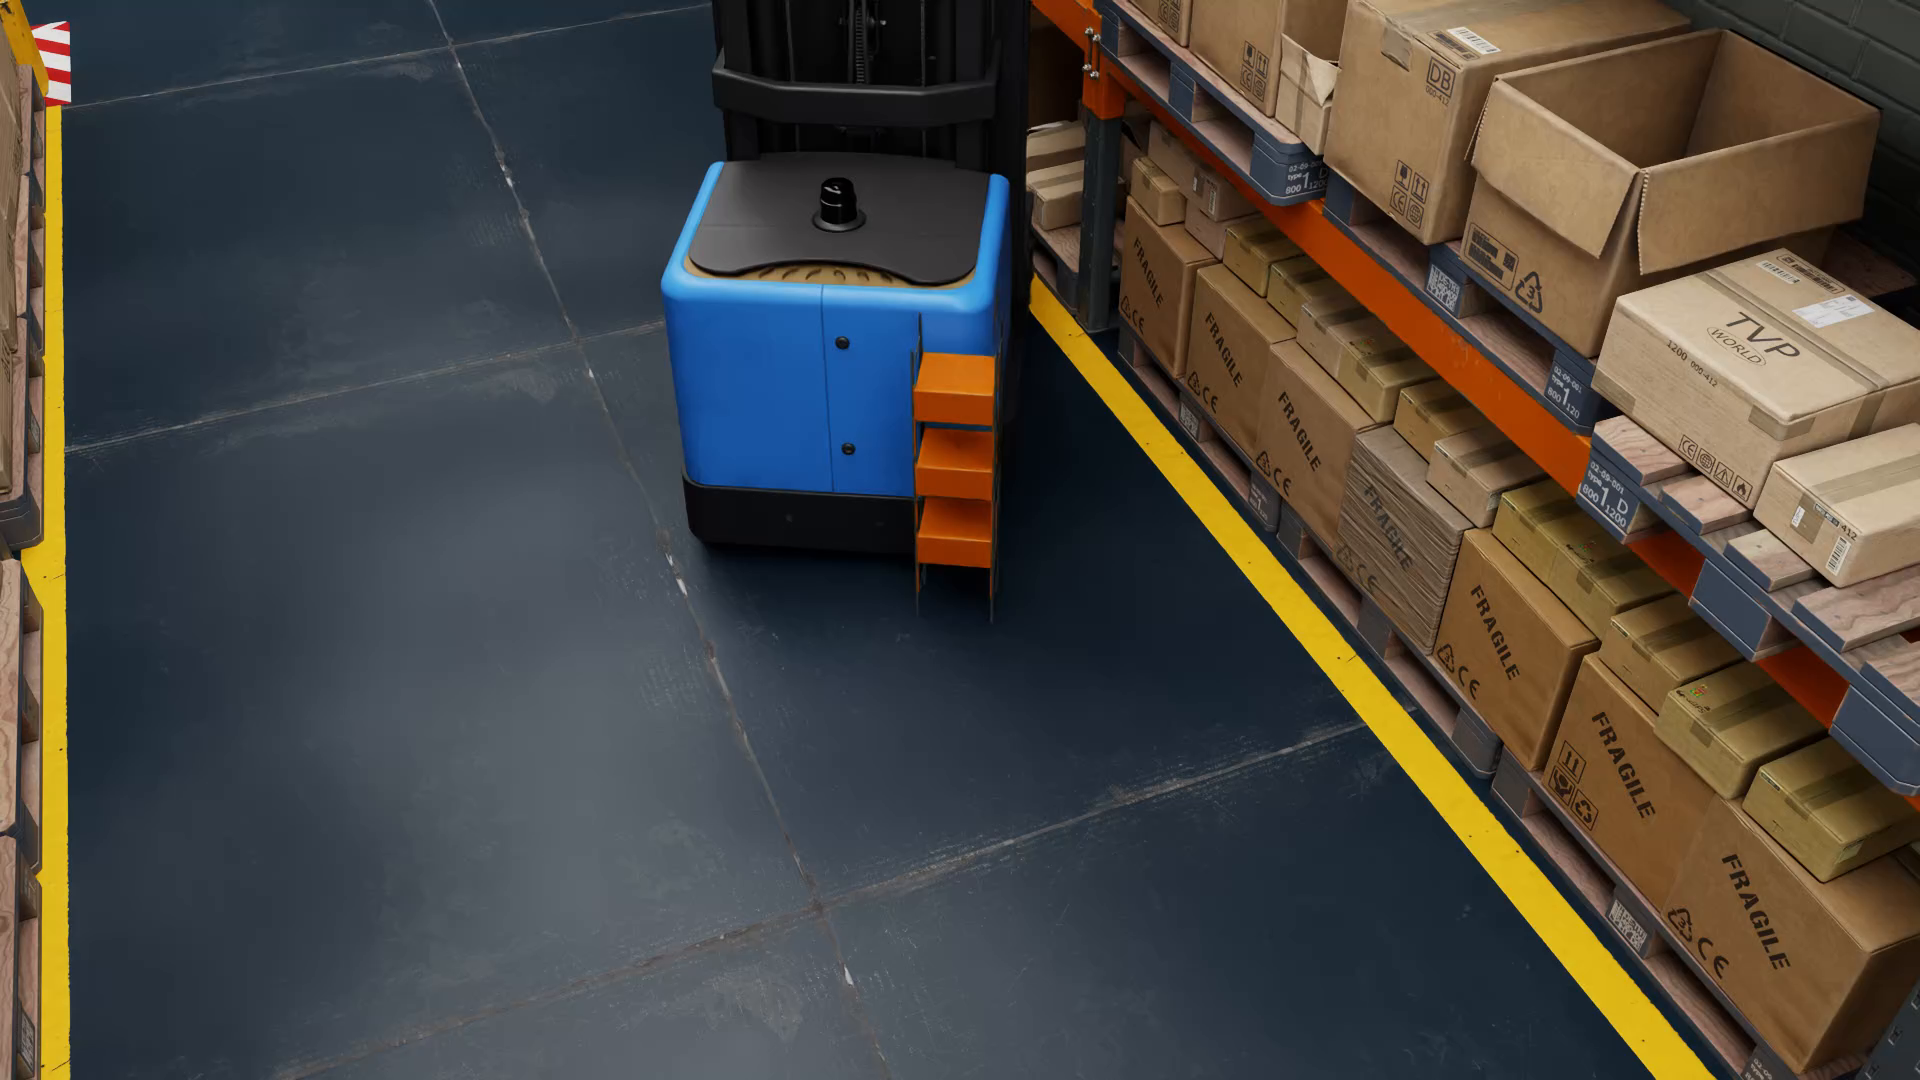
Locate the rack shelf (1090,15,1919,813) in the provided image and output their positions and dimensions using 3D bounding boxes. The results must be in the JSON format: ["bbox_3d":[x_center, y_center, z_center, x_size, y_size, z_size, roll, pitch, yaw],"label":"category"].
[{"bbox_3d":[1.721,-0.644,4.750,1.077,0.370,4.000,-15,43,-17],"label":"rack shelf"}]

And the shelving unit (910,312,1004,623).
[{"bbox_3d":[-0.007,-0.202,5.180,0.252,1.050,0.215,4,41,5],"label":"shelving unit"}]

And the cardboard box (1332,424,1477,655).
[{"bbox_3d":[1.526,-0.051,5.104,0.500,0.500,0.500,-17,43,-18],"label":"cardboard box"}]

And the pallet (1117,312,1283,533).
[{"bbox_3d":[1.302,-0.583,6.267,1.003,0.211,1.213,-15,43,-17],"label":"pallet"}]

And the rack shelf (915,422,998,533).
[{"bbox_3d":[-0.007,-0.194,5.187,0.240,0.259,0.215,4,41,5],"label":"rack shelf"}]

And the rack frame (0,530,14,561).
[{"bbox_3d":[-3.628,-0.881,4.474,1.000,3.000,0.127,-15,43,-17],"label":"rack frame"}]

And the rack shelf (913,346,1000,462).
[{"bbox_3d":[-0.007,-0.409,5.001,0.240,0.259,0.215,4,41,5],"label":"rack shelf"}]

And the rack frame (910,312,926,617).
[{"bbox_3d":[-0.128,-0.211,5.190,0.008,1.050,0.200,4,41,5],"label":"rack frame"}]

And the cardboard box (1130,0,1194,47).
[{"bbox_3d":[0.935,-1.971,5.343,0.700,0.500,0.500,-14,43,-16],"label":"cardboard box"}]

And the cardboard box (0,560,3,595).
[{"bbox_3d":[-3.317,0.119,4.618,0.875,0.875,0.875,-14,43,-16],"label":"cardboard box"}]

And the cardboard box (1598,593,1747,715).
[{"bbox_3d":[1.871,0.270,4.233,0.380,0.149,0.250,-16,43,-18],"label":"cardboard box"}]

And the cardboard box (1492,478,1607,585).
[{"bbox_3d":[1.716,-0.050,4.605,0.380,0.149,0.250,-16,43,-17],"label":"cardboard box"}]

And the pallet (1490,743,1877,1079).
[{"bbox_3d":[2.236,0.886,4.557,1.003,0.211,1.213,-15,43,-17],"label":"pallet"}]

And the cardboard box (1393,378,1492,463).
[{"bbox_3d":[1.535,-0.370,4.977,0.380,0.149,0.250,-15,43,-17],"label":"cardboard box"}]

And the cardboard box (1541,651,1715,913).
[{"bbox_3d":[1.944,0.572,4.380,0.500,0.500,0.500,-16,43,-17],"label":"cardboard box"}]

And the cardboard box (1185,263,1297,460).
[{"bbox_3d":[1.146,-0.667,5.820,0.500,0.500,0.500,-16,43,-17],"label":"cardboard box"}]

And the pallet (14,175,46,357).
[{"bbox_3d":[-4.318,-1.037,6.794,1.003,0.211,1.213,-15,43,-17],"label":"pallet"}]

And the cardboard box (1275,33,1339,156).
[{"bbox_3d":[1.133,-1.297,4.739,0.396,0.266,0.258,-13,42,-15],"label":"cardboard box"}]

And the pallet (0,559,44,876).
[{"bbox_3d":[-3.264,0.623,4.864,1.003,0.211,1.213,-15,43,-17],"label":"pallet"}]

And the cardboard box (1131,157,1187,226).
[{"bbox_3d":[0.848,-1.296,6.054,0.380,0.149,0.250,-13,42,-15],"label":"cardboard box"}]

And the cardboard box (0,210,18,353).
[{"bbox_3d":[-4.113,-1.013,6.270,0.875,0.438,0.875,-16,43,-18],"label":"cardboard box"}]

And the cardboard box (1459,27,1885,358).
[{"bbox_3d":[1.691,-0.847,4.033,0.797,0.503,0.637,-16,43,-18],"label":"cardboard box"}]

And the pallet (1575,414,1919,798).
[{"bbox_3d":[2.162,-0.030,3.631,1.213,0.211,1.003,-15,43,-17],"label":"pallet"}]

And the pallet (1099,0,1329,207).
[{"bbox_3d":[1.161,-1.540,5.387,1.003,0.211,1.213,-15,43,-17],"label":"pallet"}]

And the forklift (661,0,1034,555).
[{"bbox_3d":[-0.278,-2.006,5.834,1.130,2.935,3.031,3,41,4],"label":"forklift"}]

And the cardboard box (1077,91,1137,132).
[{"bbox_3d":[0.756,-1.918,7.544,0.380,0.149,0.250,-16,43,-17],"label":"cardboard box"}]

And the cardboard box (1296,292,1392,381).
[{"bbox_3d":[1.312,-0.675,5.332,0.380,0.149,0.250,-15,43,-17],"label":"cardboard box"}]

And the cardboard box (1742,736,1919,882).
[{"bbox_3d":[2.064,0.597,3.853,0.380,0.149,0.250,-17,44,-19],"label":"cardboard box"}]

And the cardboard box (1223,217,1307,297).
[{"bbox_3d":[1.134,-0.997,5.706,0.380,0.149,0.250,-17,44,-19],"label":"cardboard box"}]

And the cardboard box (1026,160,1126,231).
[{"bbox_3d":[0.472,-1.462,7.014,0.380,0.149,0.250,-16,43,-18],"label":"cardboard box"}]

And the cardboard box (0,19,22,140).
[{"bbox_3d":[-4.814,-2.105,7.541,0.875,0.438,0.875,-17,43,-18],"label":"cardboard box"}]

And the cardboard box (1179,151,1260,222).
[{"bbox_3d":[0.991,-1.264,5.789,0.380,0.149,0.250,-17,44,-19],"label":"cardboard box"}]

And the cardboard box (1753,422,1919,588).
[{"bbox_3d":[1.881,-0.076,3.408,0.380,0.149,0.250,-14,43,-16],"label":"cardboard box"}]
